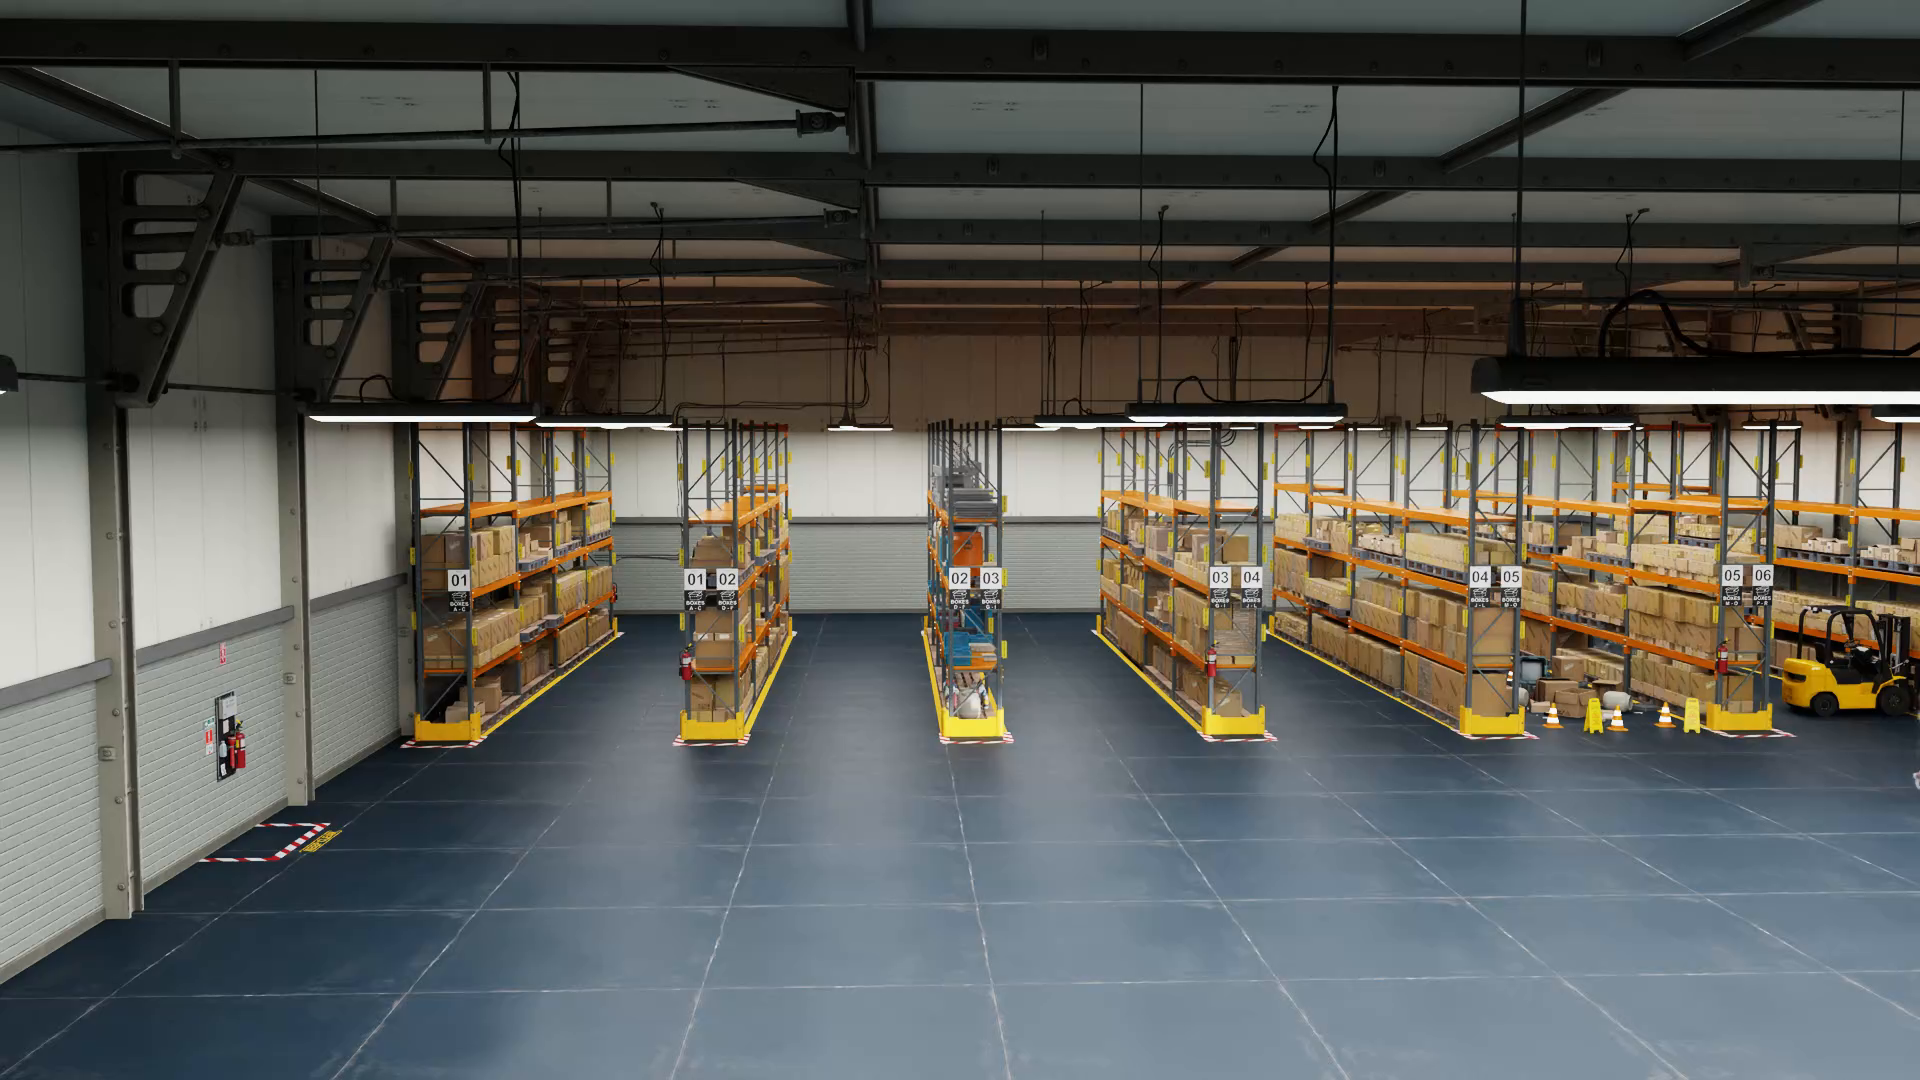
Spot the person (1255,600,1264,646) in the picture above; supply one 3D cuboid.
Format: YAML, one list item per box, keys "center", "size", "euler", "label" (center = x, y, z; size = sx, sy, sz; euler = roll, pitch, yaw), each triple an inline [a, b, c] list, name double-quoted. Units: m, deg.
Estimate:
- center: [7.660, 2.094, 43.494]
  size: [0.640, 1.743, 0.777]
  euler: [0, 4, -1]
  label: "person"

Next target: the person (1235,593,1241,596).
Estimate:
- center: [7.820, 1.938, 45.581]
  size: [0.743, 1.736, 0.765]
  euler: [0, 4, 4]
  label: "person"

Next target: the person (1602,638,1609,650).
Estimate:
- center: [16.700, 2.109, 43.629]
  size: [0.535, 1.592, 0.887]
  euler: [-1, 4, -15]
  label: "person"
